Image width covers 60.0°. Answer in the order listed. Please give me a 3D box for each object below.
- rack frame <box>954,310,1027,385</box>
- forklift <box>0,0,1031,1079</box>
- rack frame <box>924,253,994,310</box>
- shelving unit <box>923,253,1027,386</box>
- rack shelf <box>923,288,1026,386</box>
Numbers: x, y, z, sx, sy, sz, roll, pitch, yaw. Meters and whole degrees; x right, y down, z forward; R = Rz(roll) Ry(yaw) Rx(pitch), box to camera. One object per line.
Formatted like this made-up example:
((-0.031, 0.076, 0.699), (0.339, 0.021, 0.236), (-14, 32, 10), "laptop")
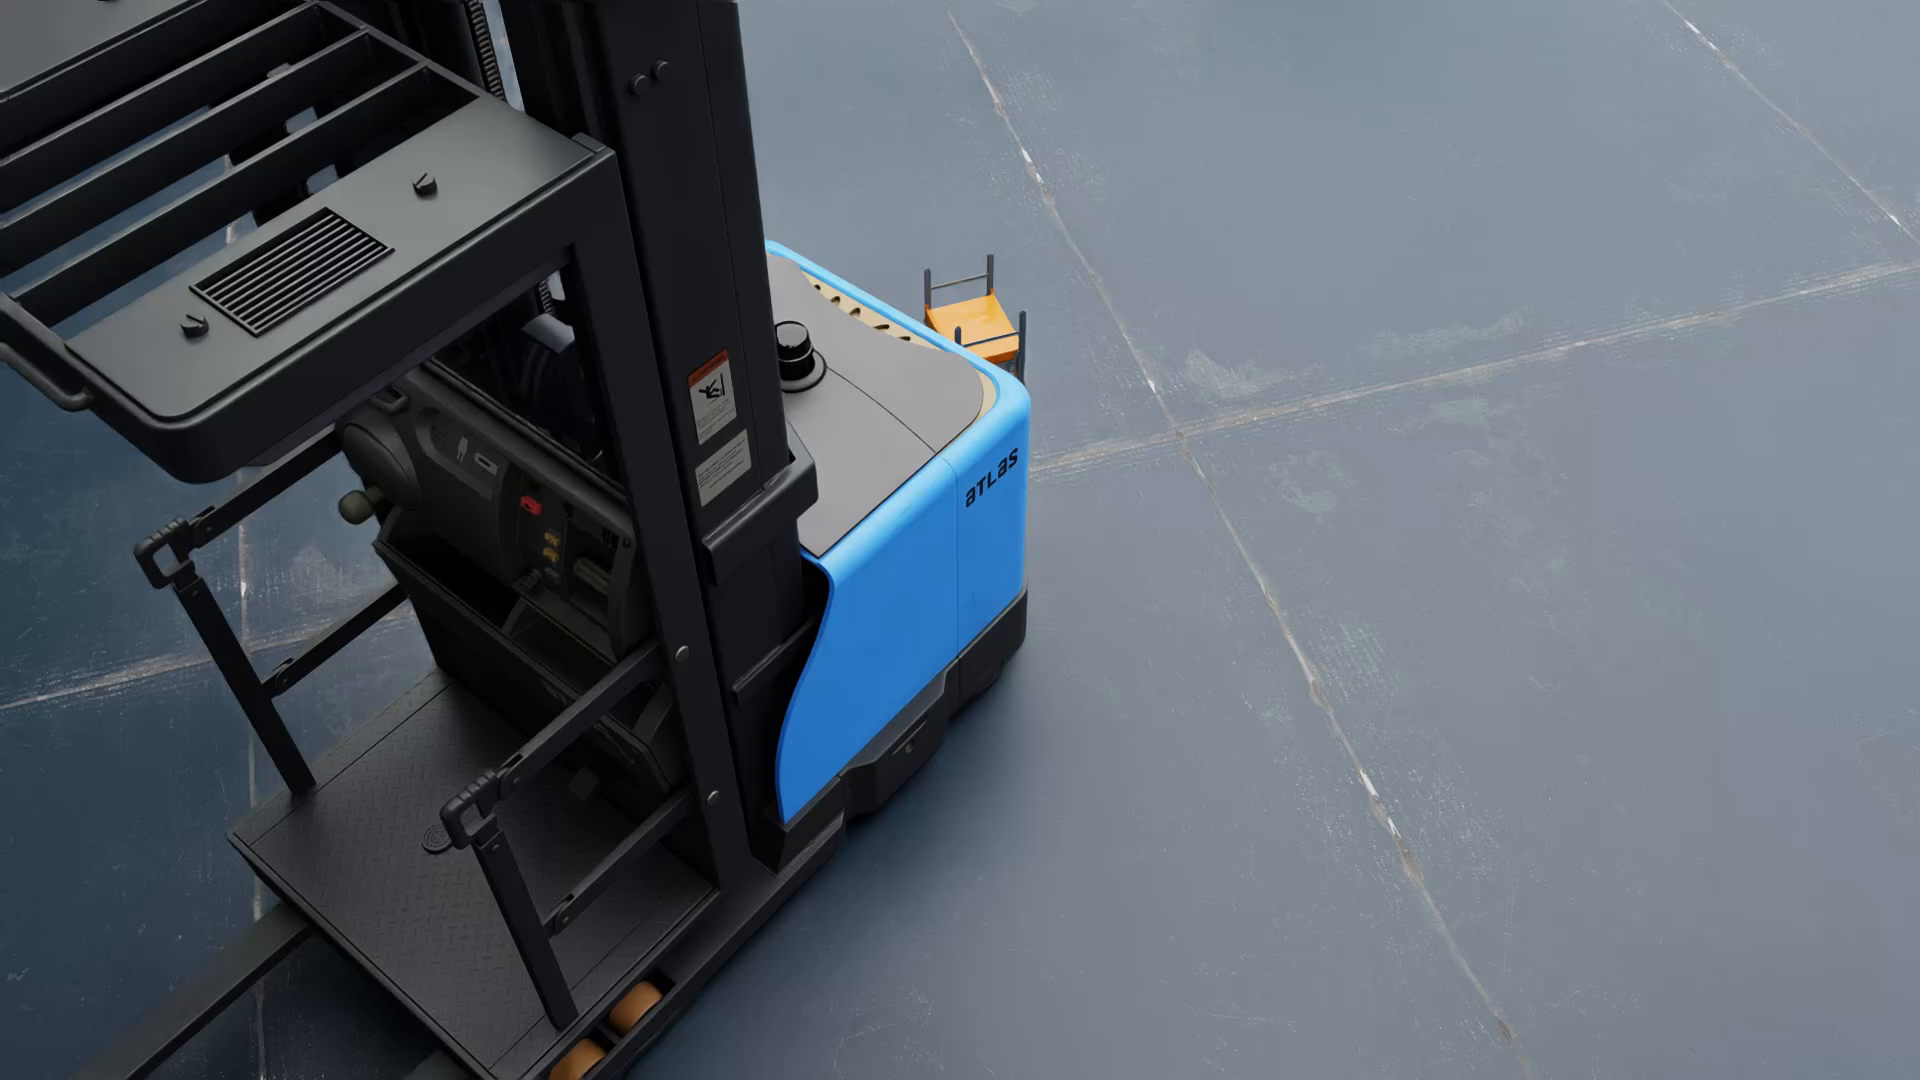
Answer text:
((0.080, -0.241, 4.767), (0.200, 1.050, 0.008), (-15, 52, -13), "rack frame")
((-1.128, 0.000, 3.333), (1.130, 2.935, 3.031), (32, 57, 24), "forklift")
((-0.002, -0.417, 4.915), (0.200, 1.050, 0.008), (-15, 52, -13), "rack frame")
((0.039, -0.329, 4.841), (0.215, 1.050, 0.252), (-15, 52, -13), "shelving unit")
((0.039, -0.505, 4.632), (0.215, 0.259, 0.240), (-15, 52, -13), "rack shelf")
